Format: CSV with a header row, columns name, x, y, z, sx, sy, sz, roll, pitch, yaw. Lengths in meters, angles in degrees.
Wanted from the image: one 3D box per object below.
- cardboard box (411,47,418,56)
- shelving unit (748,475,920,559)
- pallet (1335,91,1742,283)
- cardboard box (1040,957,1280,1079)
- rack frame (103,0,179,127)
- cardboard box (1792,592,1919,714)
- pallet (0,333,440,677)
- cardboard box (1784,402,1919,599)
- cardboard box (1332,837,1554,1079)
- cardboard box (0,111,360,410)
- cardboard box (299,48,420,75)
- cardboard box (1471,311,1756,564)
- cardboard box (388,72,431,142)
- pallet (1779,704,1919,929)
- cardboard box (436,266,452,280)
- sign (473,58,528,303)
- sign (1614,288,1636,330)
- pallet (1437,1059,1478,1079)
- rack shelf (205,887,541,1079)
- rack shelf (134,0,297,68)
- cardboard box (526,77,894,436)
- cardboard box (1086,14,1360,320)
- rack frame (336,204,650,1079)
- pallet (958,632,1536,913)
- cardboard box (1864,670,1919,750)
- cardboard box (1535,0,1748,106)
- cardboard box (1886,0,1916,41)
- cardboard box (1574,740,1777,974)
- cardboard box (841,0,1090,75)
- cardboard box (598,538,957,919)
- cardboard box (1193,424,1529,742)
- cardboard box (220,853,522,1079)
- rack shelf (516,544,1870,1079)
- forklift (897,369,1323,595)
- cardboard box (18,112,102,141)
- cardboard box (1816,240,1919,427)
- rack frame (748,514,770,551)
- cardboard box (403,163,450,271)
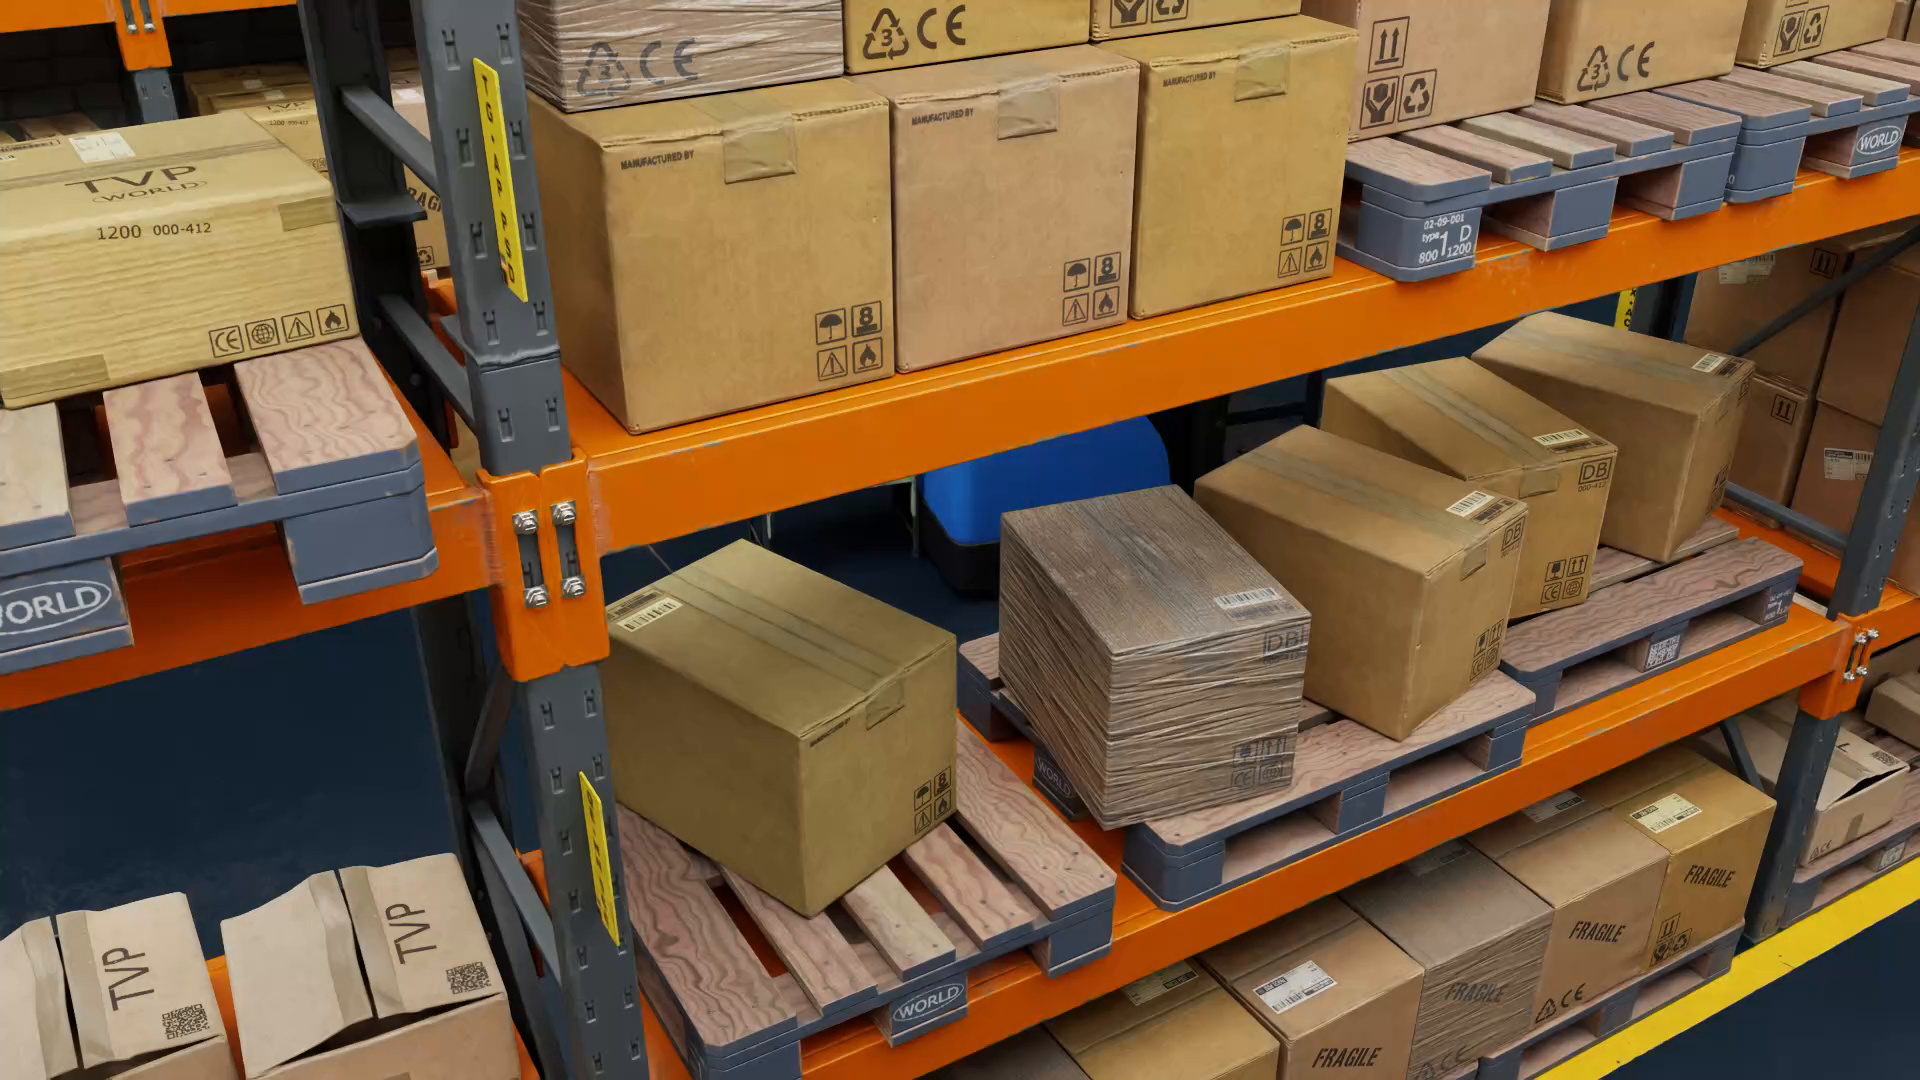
name,x,y,z,sx,sy,sz,roll,pitch,yaw
cardboard box,-2.279,-2.202,7.928,0.500,0.250,0.500,-17,33,-28
shelving unit,-0.617,-0.600,7.785,0.755,1.500,0.431,-9,30,-16
pallet,1.040,-0.985,4.020,1.003,0.211,1.213,-16,33,-26
cardboard box,0.503,1.498,4.563,0.500,0.500,0.500,-16,33,-27
rack frame,-3.431,-1.223,7.361,0.127,3.000,1.000,-16,33,-26
cardboard box,3.525,0.404,6.741,0.500,0.311,0.500,-16,33,-26
pallet,-1.458,-0.187,2.576,1.003,0.211,1.213,-14,32,-24
cardboard box,3.108,-0.194,5.394,0.500,0.500,0.500,-15,32,-25
cardboard box,1.387,1.243,5.025,0.500,0.500,0.500,-15,32,-26
cardboard box,-1.281,-0.457,2.590,0.500,0.250,0.500,-19,34,-30
cardboard box,-2.723,-2.078,7.703,0.500,0.250,0.500,-17,33,-28
cardboard box,2.009,-0.344,5.231,0.700,0.500,0.500,22,36,34
cardboard box,-2.446,-1.870,7.325,0.500,0.250,0.500,-16,33,-27
pallet,3.123,0.914,6.376,1.213,0.211,1.003,-16,33,-26
cardboard box,-2.382,-1.306,7.752,0.250,0.149,0.380,-16,33,-27
sign,-0.644,-0.501,2.332,0.005,0.325,0.100,-16,33,-26
sign,2.249,-0.742,5.595,0.005,0.325,0.100,-16,33,-26
pallet,0.795,1.597,5.138,1.213,0.211,1.003,-16,33,-26
rack shelf,-2.643,1.644,2.910,4.000,0.370,1.077,-16,33,-26
rack shelf,-1.707,-2.711,7.697,4.000,0.370,1.077,-16,33,-26
cardboard box,-0.559,-0.638,3.094,0.500,0.500,0.910,-16,33,-26
cardboard box,0.329,-0.890,3.551,0.500,0.500,0.910,-16,33,-26
rack frame,-0.918,0.840,3.624,0.127,3.000,1.000,-16,33,-26
pallet,0.756,0.446,4.536,1.213,0.211,1.003,-16,33,-26
cardboard box,3.743,0.680,6.390,0.250,0.166,0.380,-16,33,-26
cardboard box,1.494,-1.458,4.042,0.600,0.600,0.600,-16,33,-27
cardboard box,2.815,-1.617,5.126,0.500,0.250,0.500,-16,33,-26
cardboard box,2.250,1.003,5.460,0.500,0.500,0.500,-16,33,-27
cardboard box,-0.099,-1.184,3.048,0.500,0.500,0.500,-16,33,-26
cardboard box,-0.432,0.411,3.862,0.700,0.500,0.500,22,36,34
cardboard box,1.039,0.091,4.442,0.700,0.500,0.500,26,38,38
cardboard box,-1.254,0.950,3.517,0.500,0.311,0.500,-14,32,-23
rack shelf,0.806,0.665,4.685,4.000,0.370,1.077,-16,33,-26
forklift,1.250,-1.441,7.828,3.031,2.935,1.130,-9,30,-16
cardboard box,-3.713,-1.646,6.898,0.250,0.149,0.380,-21,35,-33
cardboard box,3.079,-0.619,5.129,0.500,0.500,0.500,-15,32,-25
rack frame,-0.964,-0.544,7.684,0.023,1.500,0.400,-9,30,-16
cardboard box,-2.426,-1.542,7.508,0.500,0.500,0.500,-15,32,-25
